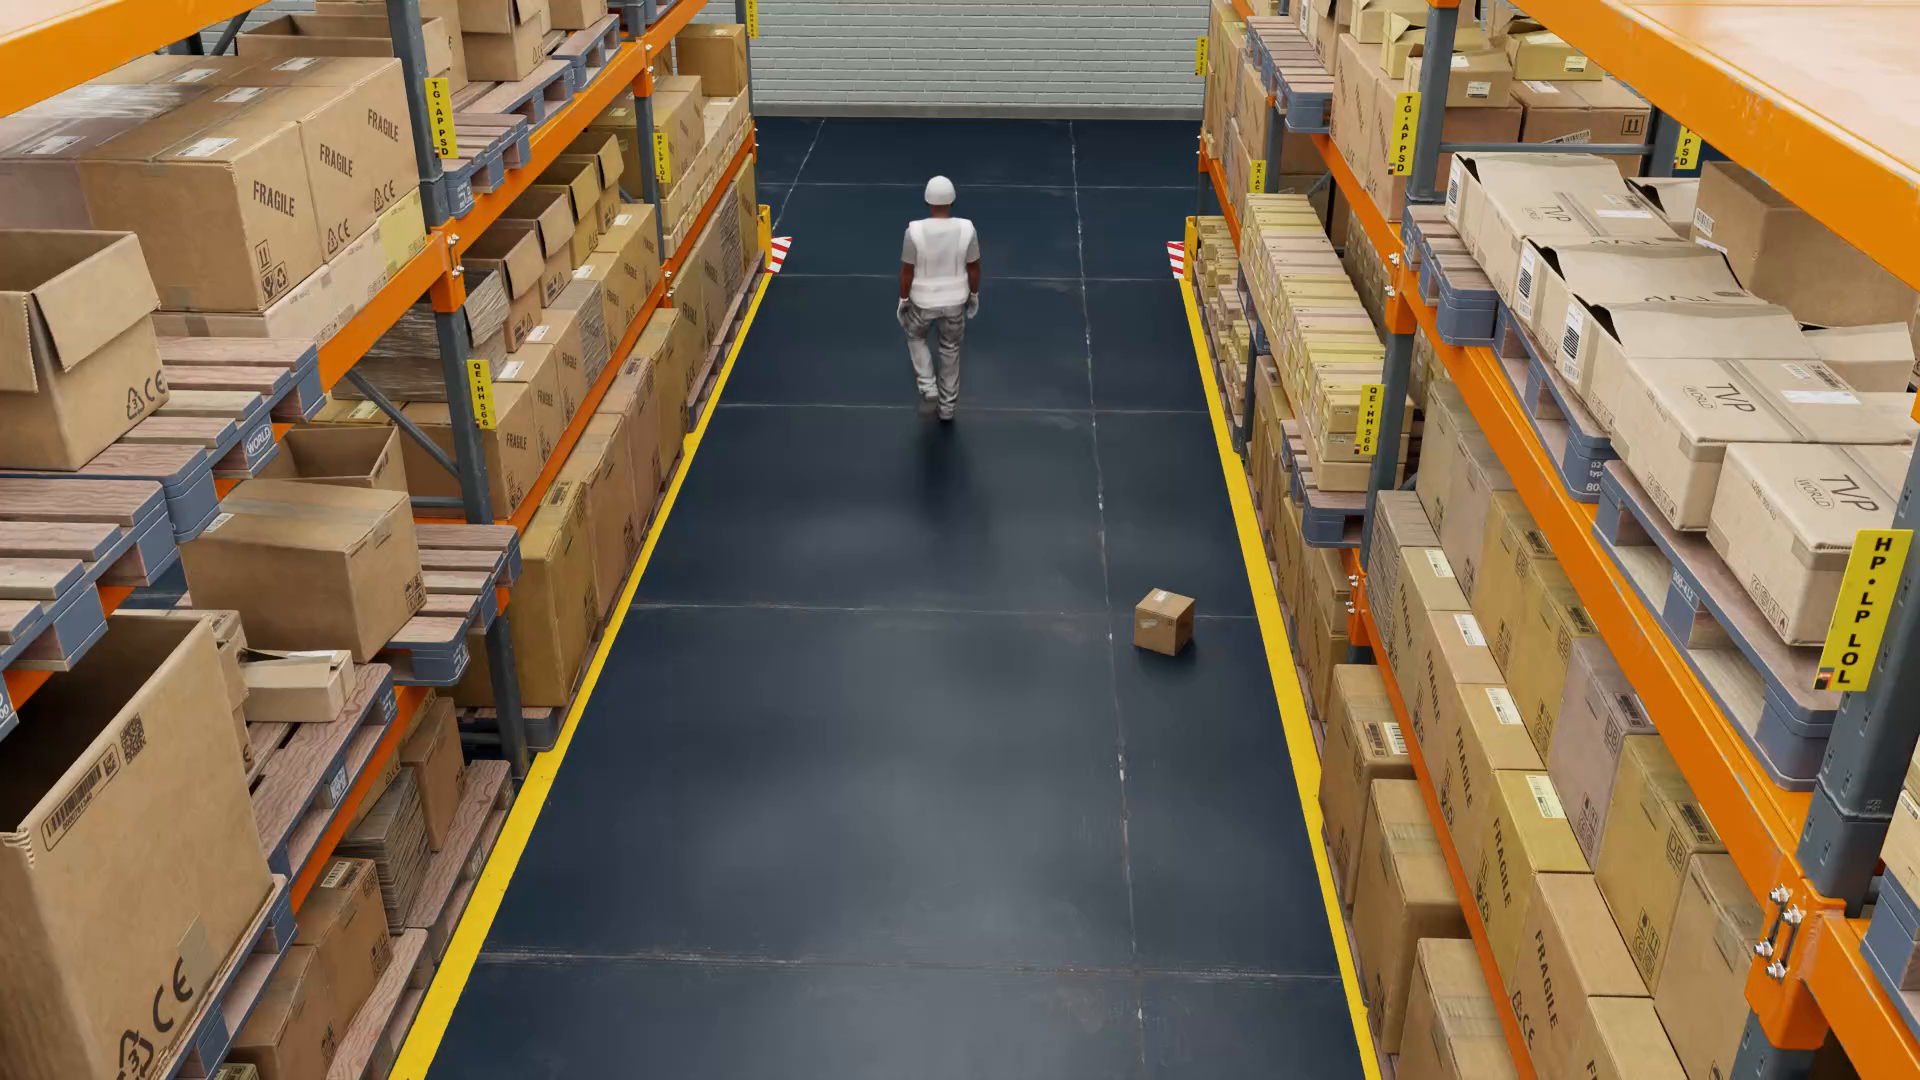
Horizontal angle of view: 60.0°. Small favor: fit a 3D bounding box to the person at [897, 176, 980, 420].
[{"bbox_3d":[-0.161,-1.719,11.799,0.600,1.777,0.472,-4,28,-8],"label":"person"}]
